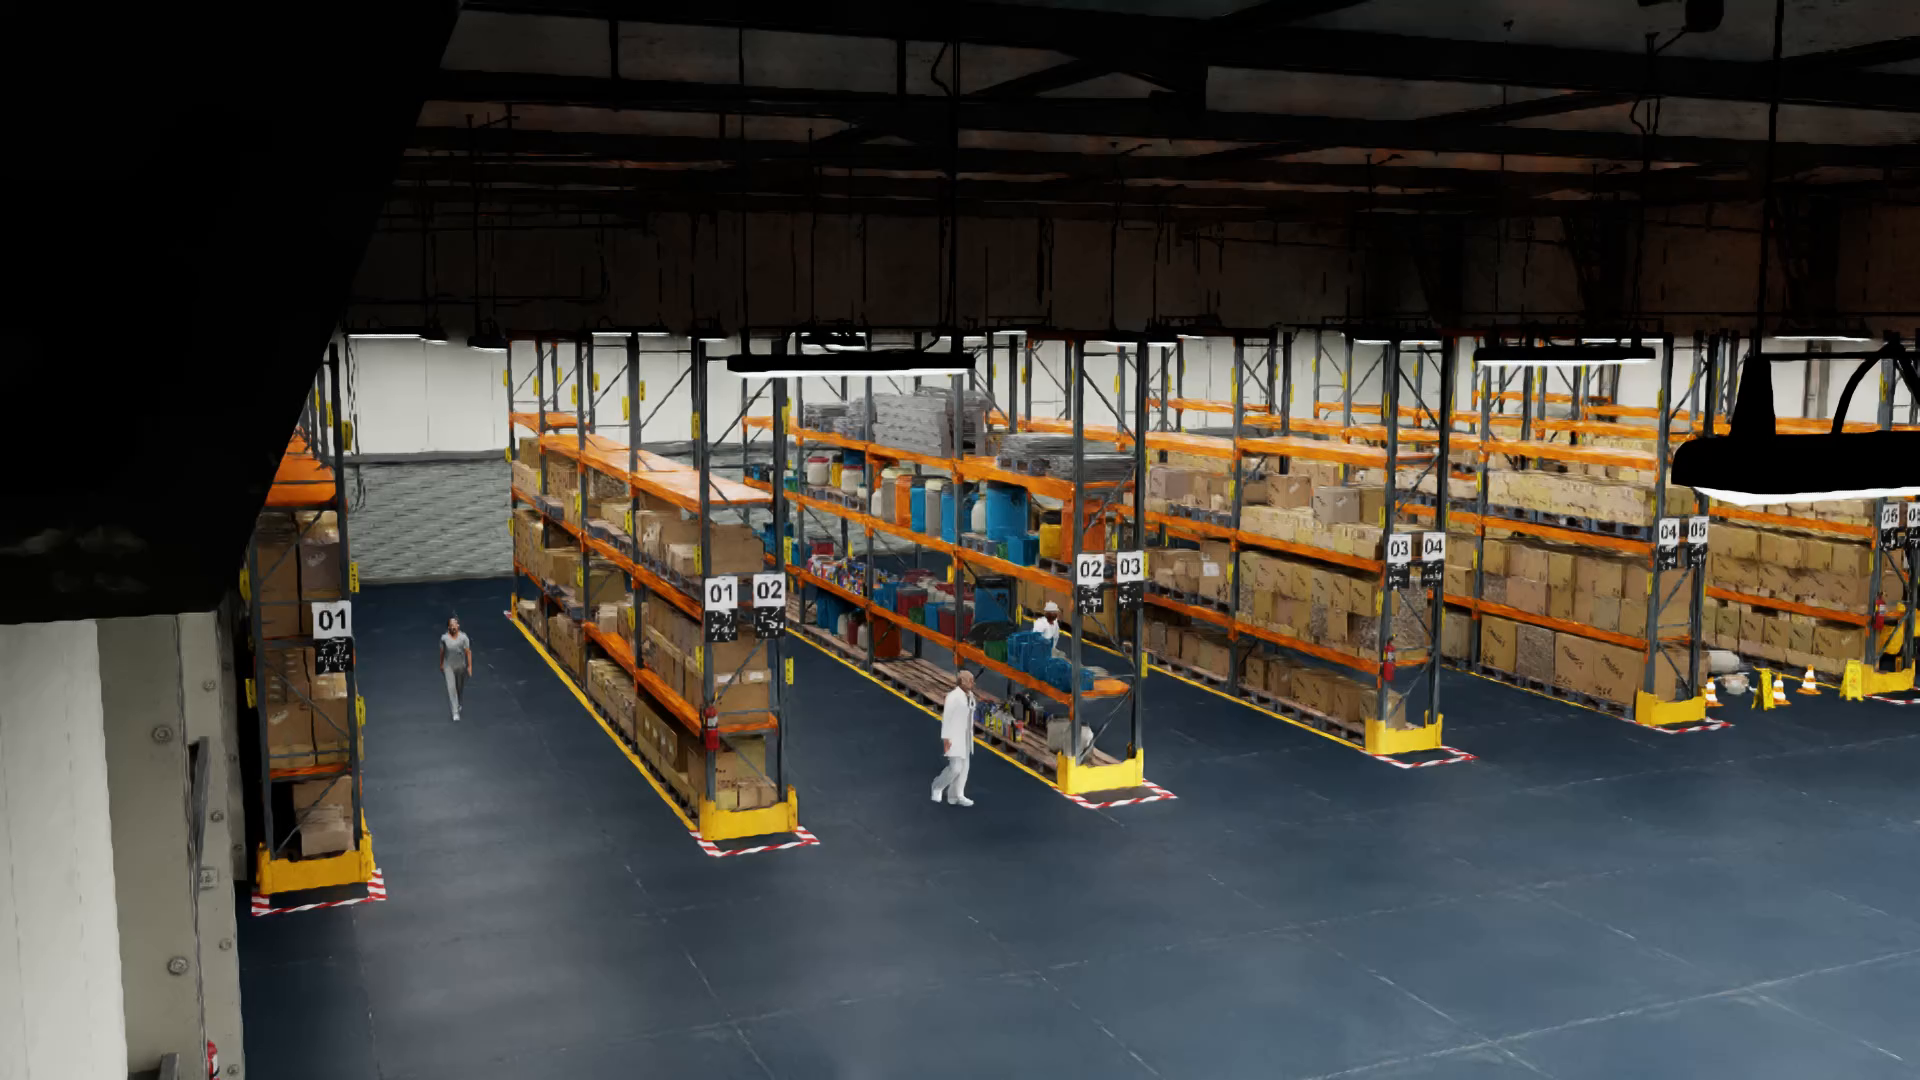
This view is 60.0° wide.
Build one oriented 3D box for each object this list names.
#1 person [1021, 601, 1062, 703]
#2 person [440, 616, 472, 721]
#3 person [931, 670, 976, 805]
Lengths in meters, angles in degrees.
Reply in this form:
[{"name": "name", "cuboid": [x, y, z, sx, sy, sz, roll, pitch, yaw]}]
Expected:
[{"name": "person", "cuboid": [1.379, 1.820, 26.968, 0.813, 1.699, 0.703, 8, 11, 44]}, {"name": "person", "cuboid": [-7.911, 1.985, 26.115, 0.455, 1.612, 1.018, -3, 9, -24]}, {"name": "person", "cuboid": [-0.085, 2.546, 21.480, 0.594, 1.772, 0.627, 5, 9, 32]}]
